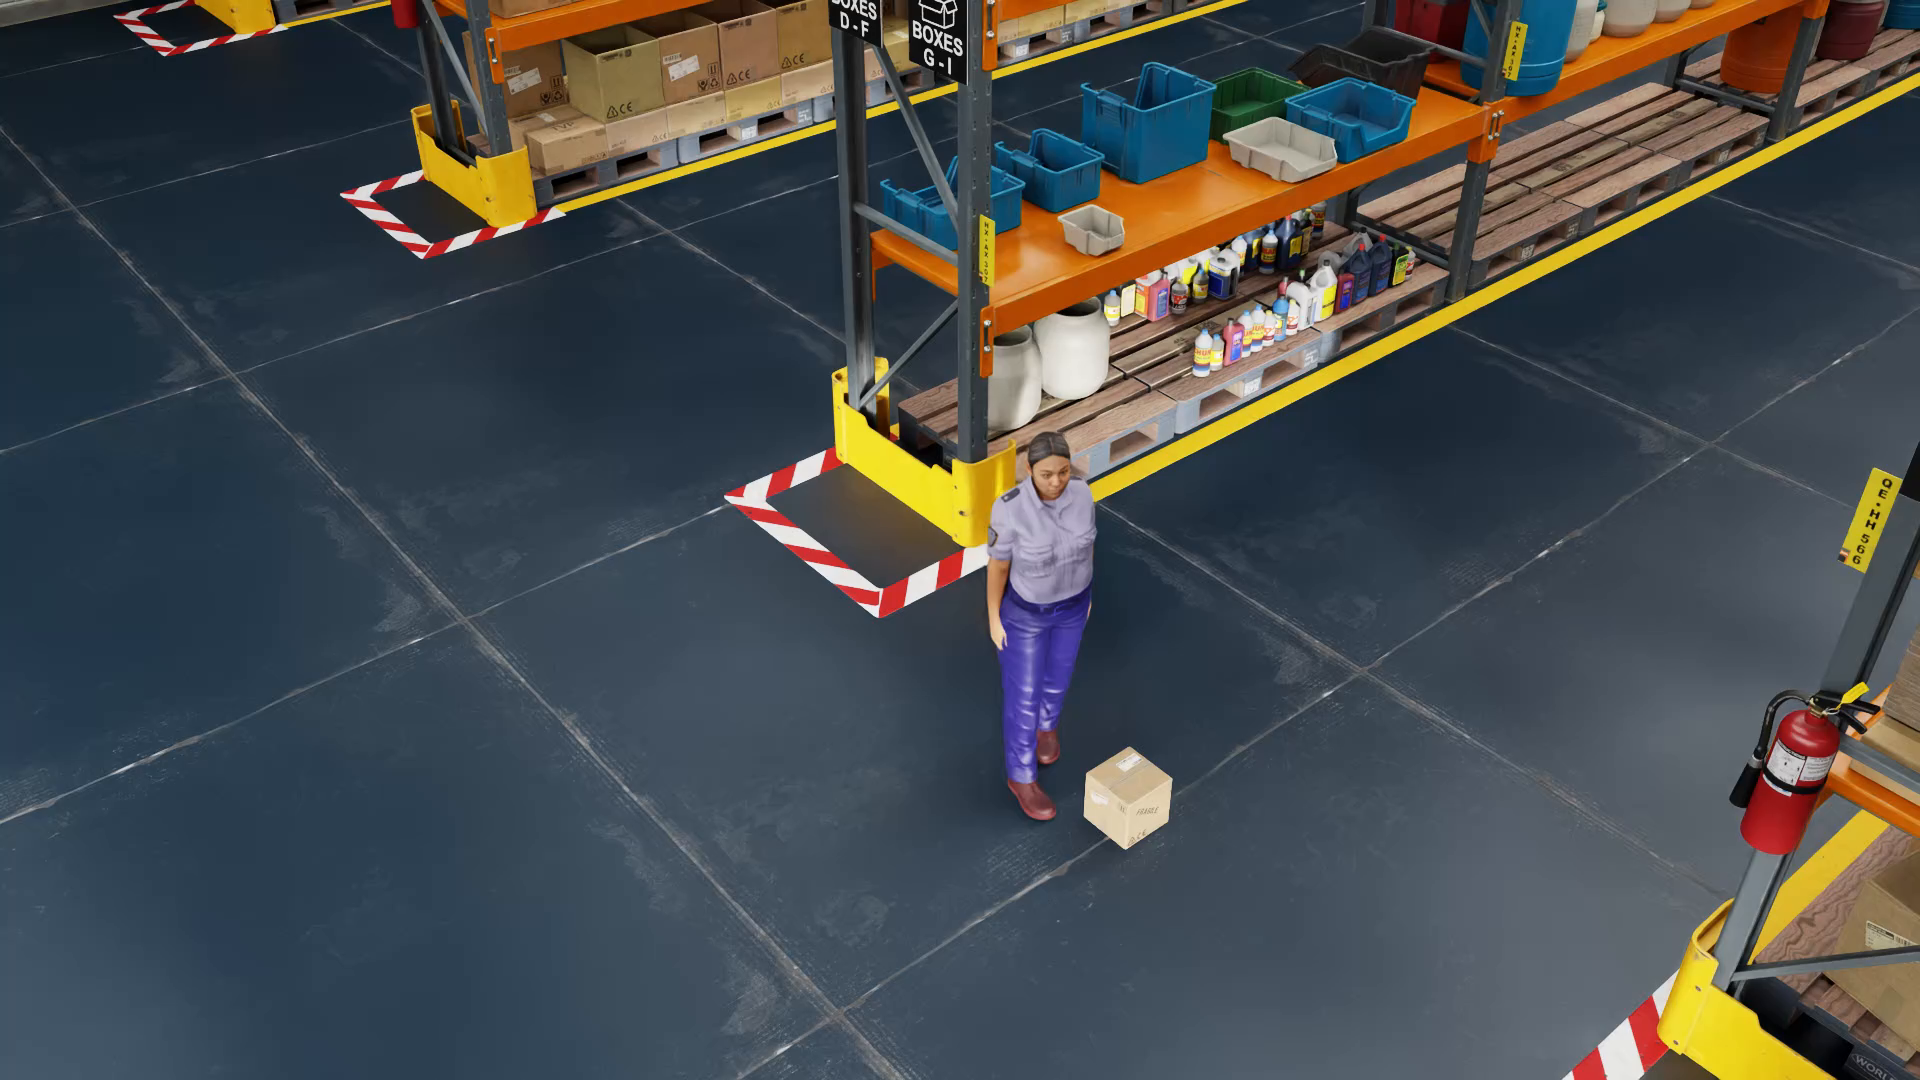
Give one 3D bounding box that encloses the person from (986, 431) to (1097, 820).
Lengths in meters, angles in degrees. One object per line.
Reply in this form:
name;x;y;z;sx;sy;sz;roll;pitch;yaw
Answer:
person;0.375;0.323;6.653;0.479;1.629;0.572;-17;39;-22
